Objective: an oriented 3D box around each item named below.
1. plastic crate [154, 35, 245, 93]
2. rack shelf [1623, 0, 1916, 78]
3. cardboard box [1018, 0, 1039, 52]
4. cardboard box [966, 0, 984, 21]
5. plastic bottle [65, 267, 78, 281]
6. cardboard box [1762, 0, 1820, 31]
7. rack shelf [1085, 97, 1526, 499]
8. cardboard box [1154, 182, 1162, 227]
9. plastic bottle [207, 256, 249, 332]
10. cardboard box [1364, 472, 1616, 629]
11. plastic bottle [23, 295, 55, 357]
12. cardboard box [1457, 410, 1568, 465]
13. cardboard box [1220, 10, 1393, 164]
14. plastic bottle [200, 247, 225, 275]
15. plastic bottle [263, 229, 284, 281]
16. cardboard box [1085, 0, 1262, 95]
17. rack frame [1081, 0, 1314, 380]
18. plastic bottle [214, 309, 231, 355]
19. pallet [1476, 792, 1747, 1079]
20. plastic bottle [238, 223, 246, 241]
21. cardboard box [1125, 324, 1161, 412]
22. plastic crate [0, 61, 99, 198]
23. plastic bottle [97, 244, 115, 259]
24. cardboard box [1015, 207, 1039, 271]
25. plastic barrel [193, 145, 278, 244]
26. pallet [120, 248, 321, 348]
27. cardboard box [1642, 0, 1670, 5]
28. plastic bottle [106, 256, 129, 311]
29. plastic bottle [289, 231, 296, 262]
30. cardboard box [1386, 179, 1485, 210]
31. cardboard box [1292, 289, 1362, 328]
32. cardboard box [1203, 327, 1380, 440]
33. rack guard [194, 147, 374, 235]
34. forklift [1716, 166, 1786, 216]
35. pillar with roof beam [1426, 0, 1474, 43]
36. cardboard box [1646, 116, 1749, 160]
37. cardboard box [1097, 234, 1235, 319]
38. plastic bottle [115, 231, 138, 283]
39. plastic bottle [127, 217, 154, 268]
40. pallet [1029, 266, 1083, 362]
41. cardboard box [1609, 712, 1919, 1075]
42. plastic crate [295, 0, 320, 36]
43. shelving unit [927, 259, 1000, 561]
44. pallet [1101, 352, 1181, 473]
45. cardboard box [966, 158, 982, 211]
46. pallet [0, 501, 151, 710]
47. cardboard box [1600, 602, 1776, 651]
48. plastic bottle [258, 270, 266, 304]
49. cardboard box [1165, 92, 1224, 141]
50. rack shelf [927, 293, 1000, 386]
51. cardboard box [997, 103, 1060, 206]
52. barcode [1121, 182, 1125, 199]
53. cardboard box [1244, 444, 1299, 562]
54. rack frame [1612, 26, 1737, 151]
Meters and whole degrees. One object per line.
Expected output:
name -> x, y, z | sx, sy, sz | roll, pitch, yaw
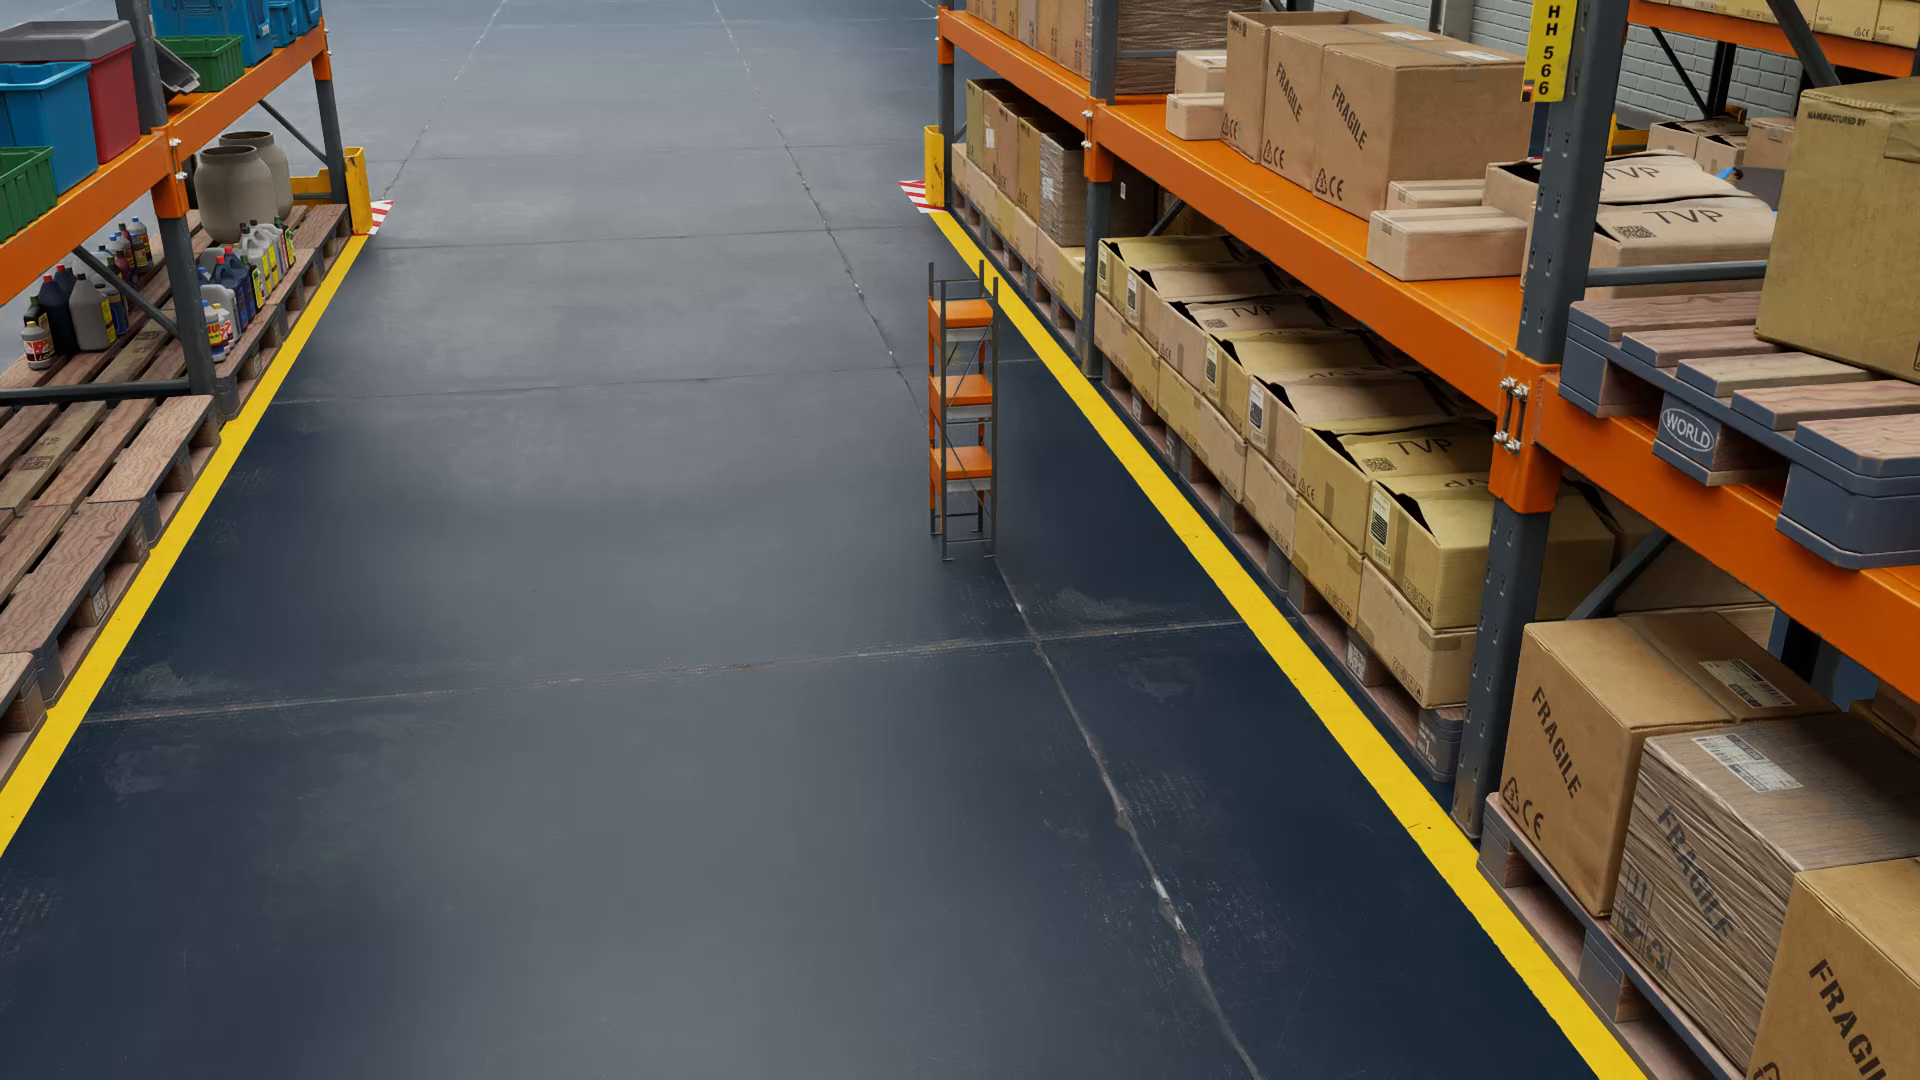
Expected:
plastic crate -> -3.748, -2.298, 8.029 | 0.450, 0.188, 0.662 | -4, 24, -10
rack shelf -> 5.592, -3.031, 10.340 | 1.077, 0.370, 4.000 | -4, 24, -10
cardboard box -> 0.718, -3.031, 9.318 | 0.700, 0.500, 0.500 | -4, 24, -8
cardboard box -> 0.429, -3.640, 10.712 | 0.700, 0.500, 0.500 | -4, 24, -10
plastic bottle -> -4.283, -1.166, 8.016 | 0.061, 0.283, 0.133 | -3, 24, -6
cardboard box -> 5.290, -3.269, 10.150 | 0.500, 0.250, 0.500 | -4, 24, -9
rack shelf -> 1.464, -1.089, 5.895 | 1.077, 0.370, 4.000 | -4, 24, -10
cardboard box -> 1.216, -1.883, 8.788 | 0.500, 0.500, 0.500 | -4, 24, -10
plastic bottle -> -3.516, -1.176, 7.956 | 0.144, 0.351, 0.185 | -4, 24, -8
cardboard box -> 1.495, -0.009, 4.734 | 0.500, 0.311, 0.500 | -4, 24, -8
plastic bottle -> -4.187, -0.962, 7.549 | 0.061, 0.283, 0.133 | -3, 24, -7
cardboard box -> 1.921, -0.255, 5.297 | 0.500, 0.311, 0.500 | -5, 24, -11
cardboard box -> 1.318, -1.741, 6.363 | 0.500, 0.500, 0.500 | -3, 24, -6
plastic bottle -> -3.770, -1.363, 8.476 | 0.152, 0.276, 0.135 | -4, 24, -10
plastic bottle -> -3.698, -1.522, 8.839 | 0.152, 0.276, 0.135 | -5, 24, -11
cardboard box -> 1.006, -2.425, 7.931 | 0.700, 0.500, 0.500 | -5, 24, -11
rack frame -> 1.094, -2.206, 7.552 | 1.000, 3.000, 0.127 | -4, 24, -10
plastic bottle -> -3.421, -0.957, 7.641 | 0.097, 0.201, 0.097 | 0, 24, 0
pallet -> 1.935, 0.942, 3.829 | 1.003, 0.211, 1.213 | -4, 24, -10
plastic bottle -> -3.828, -1.571, 8.944 | 0.061, 0.283, 0.133 | -4, 24, -10
cardboard box -> 1.019, -0.760, 7.153 | 0.500, 0.250, 0.500 | -4, 24, -8
plastic crate -> -3.264, -1.422, 5.779 | 0.392, 0.384, 0.575 | -4, 24, -10
plastic bottle -> -4.365, -1.375, 8.510 | 0.097, 0.271, 0.097 | 0, 24, 0
cardboard box -> 0.604, -1.697, 9.299 | 0.500, 0.250, 0.500 | -4, 24, -10
plastic barrel -> -4.224, -2.016, 9.701 | 0.421, 0.512, 0.421 | 0, 24, 0
pallet -> -4.086, -1.311, 8.987 | 1.003, 0.211, 1.213 | -4, 24, -10
cardboard box -> 5.001, -3.872, 11.530 | 0.500, 0.250, 0.500 | -5, 24, -11
plastic bottle -> -4.176, -1.249, 8.207 | 0.061, 0.283, 0.133 | -4, 24, -10
plastic bottle -> -3.743, -1.643, 9.211 | 0.097, 0.201, 0.097 | 0, 24, 0
cardboard box -> 1.543, -1.015, 5.139 | 0.380, 0.149, 0.250 | -3, 24, -6
cardboard box -> 1.643, -0.856, 6.673 | 0.500, 0.311, 0.500 | -4, 24, -10
cardboard box -> 1.212, -0.609, 6.108 | 0.500, 0.311, 0.500 | -4, 24, -8
rack guard -> -4.453, -2.242, 10.759 | 1.175, 0.500, 0.348 | -4, 24, -10
forklift -> 4.425, -1.559, 6.156 | 3.031, 2.935, 1.130 | 14, 27, 29
pillar with roof beam -> 0.862, -8.726, 14.987 | 9.100, 9.000, 0.400 | -4, 24, -10
cardboard box -> 5.262, -2.838, 11.809 | 0.500, 0.311, 0.500 | -7, 25, -16
cardboard box -> 0.926, -1.214, 7.492 | 0.500, 0.311, 0.500 | -4, 24, -10
plastic bottle -> -4.421, -1.494, 8.782 | 0.097, 0.271, 0.097 | 0, 24, 0
plastic bottle -> -4.485, -1.629, 9.091 | 0.097, 0.271, 0.097 | 0, 24, 0
pallet -> 0.989, -1.244, 8.834 | 1.003, 0.211, 1.213 | -4, 24, -10
cardboard box -> 1.740, 0.717, 3.433 | 0.500, 0.500, 0.500 | -5, 24, -12
plastic crate -> -4.127, -3.171, 9.948 | 0.499, 0.251, 0.616 | -4, 24, -10
shelving unit -> 0.010, -0.460, 5.992 | 0.215, 1.050, 0.252 | -4, 24, -10
pallet -> 1.269, -0.641, 7.453 | 1.003, 0.211, 1.213 | -4, 24, -10
cardboard box -> 0.331, -2.288, 10.651 | 0.500, 0.250, 0.500 | -4, 24, -10
pallet -> -3.362, 0.224, 5.473 | 1.003, 0.211, 1.213 | -4, 24, -10
cardboard box -> 2.026, 0.208, 4.938 | 0.500, 0.250, 0.500 | -4, 24, -10
plastic bottle -> -3.580, -1.295, 8.415 | 0.097, 0.201, 0.097 | 0, 24, 0
cardboard box -> 1.057, -1.727, 6.770 | 0.380, 0.149, 0.250 | -4, 24, -10
rack shelf -> 0.010, -0.710, 5.882 | 0.215, 0.259, 0.240 | -4, 24, -10
cardboard box -> 0.510, -2.237, 9.599 | 0.500, 0.500, 0.500 | -4, 24, -10
barcode -> 0.733, -1.570, 7.472 | 0.001, 0.075, 0.075 | -4, 24, -10
cardboard box -> 1.308, -0.154, 5.766 | 0.500, 0.250, 0.500 | -4, 24, -9
rack frame -> 5.222, -4.147, 11.998 | 1.000, 3.000, 0.127 | -4, 24, -10
